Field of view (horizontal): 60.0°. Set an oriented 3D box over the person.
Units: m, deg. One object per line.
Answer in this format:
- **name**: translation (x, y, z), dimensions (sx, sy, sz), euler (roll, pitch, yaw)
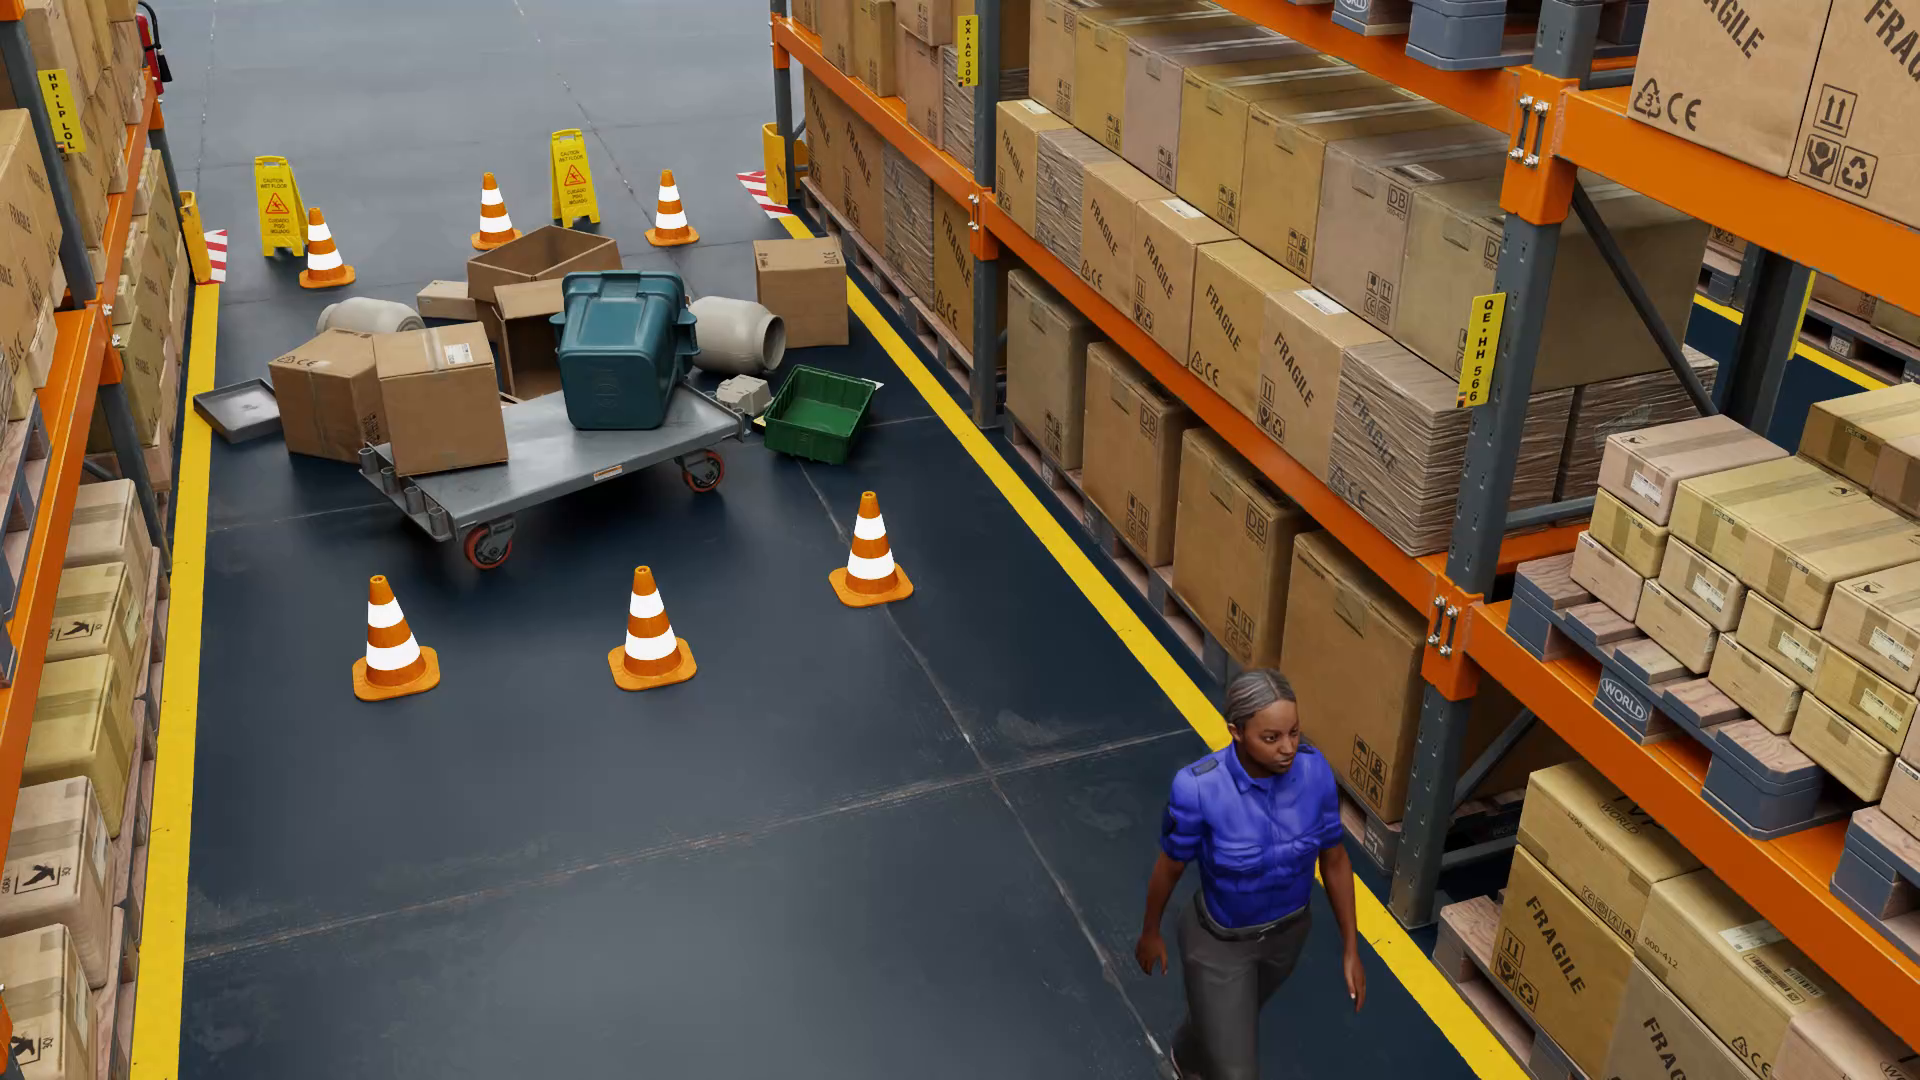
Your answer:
- **person**: translation (0.803, 1.104, 4.198), dimensions (0.467, 1.592, 1.005), euler (-11, 32, -19)
